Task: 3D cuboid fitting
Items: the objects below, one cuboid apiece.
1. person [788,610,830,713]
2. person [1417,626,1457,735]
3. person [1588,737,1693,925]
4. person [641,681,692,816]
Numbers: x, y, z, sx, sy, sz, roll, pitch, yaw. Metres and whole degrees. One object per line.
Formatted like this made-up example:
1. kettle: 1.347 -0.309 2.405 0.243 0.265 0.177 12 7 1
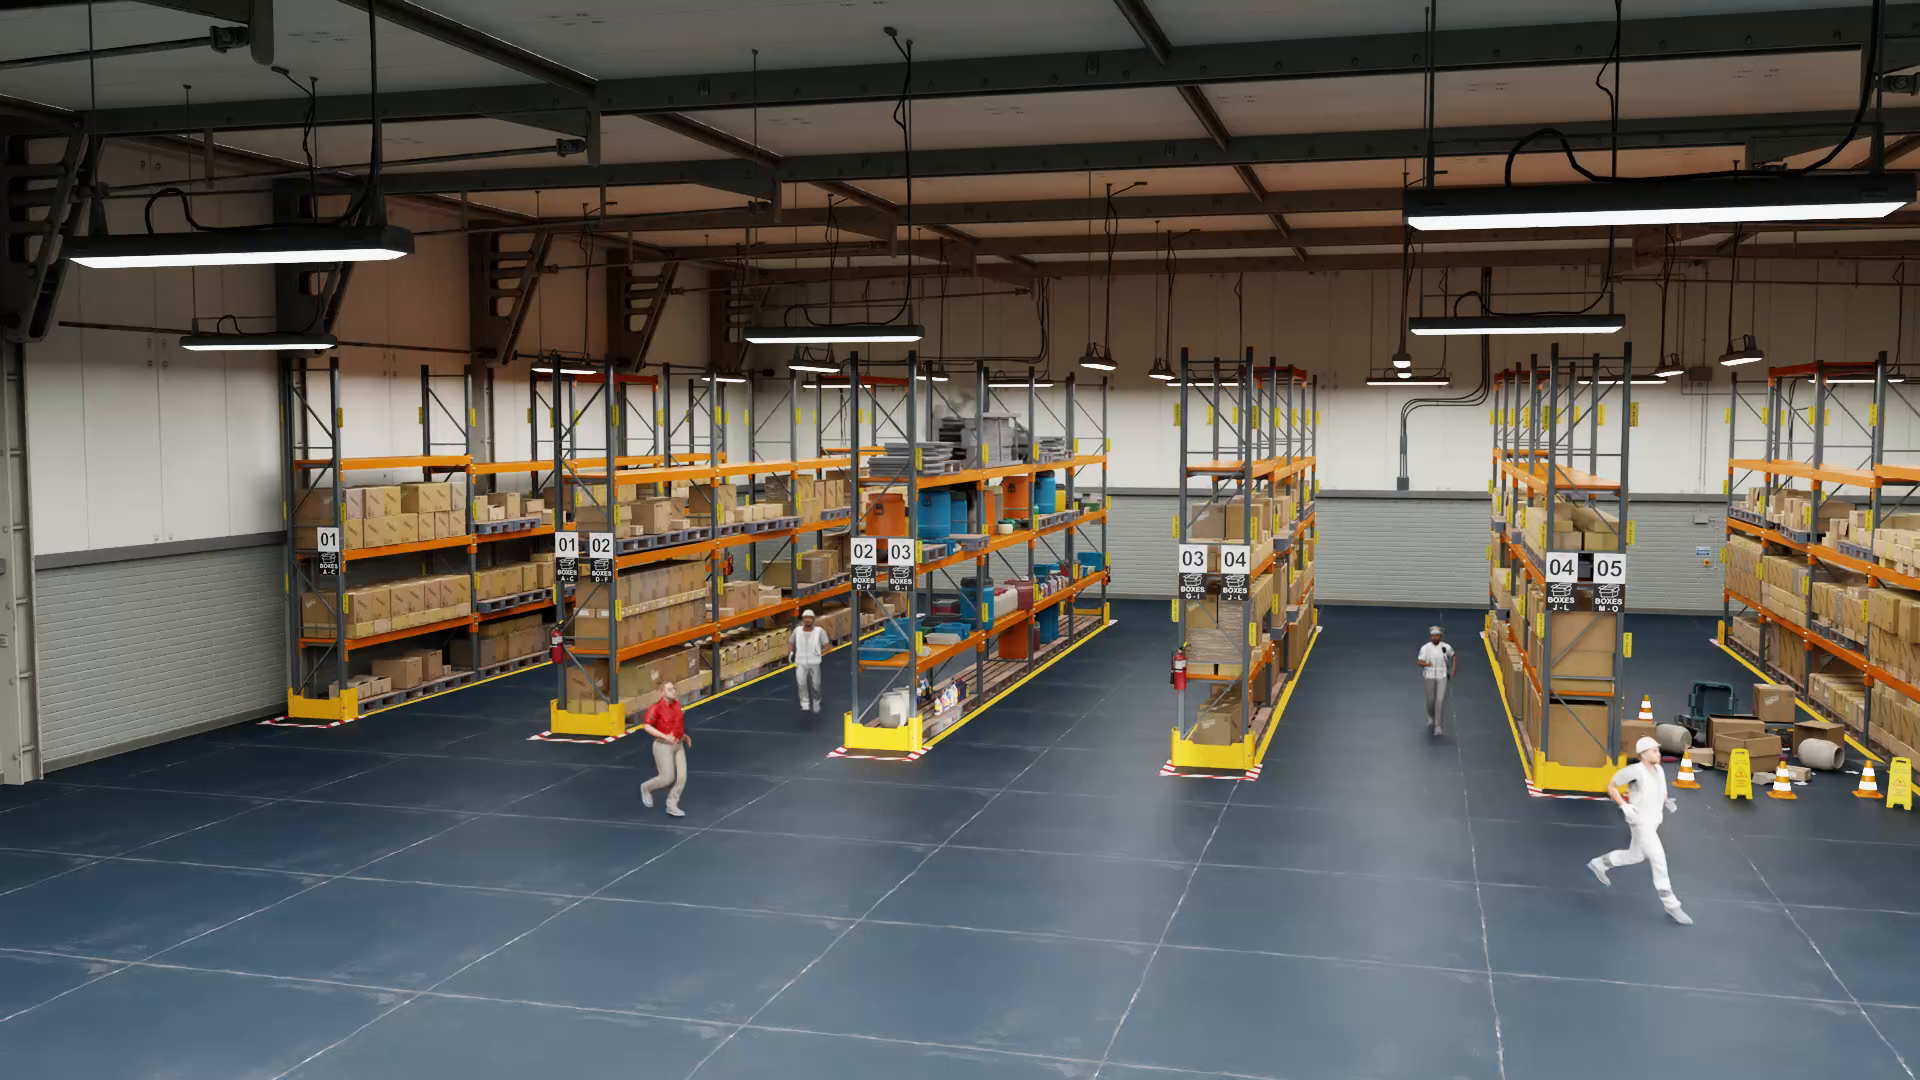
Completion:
1. person: -2.469 1.999 27.015 0.695 1.734 0.817 0 4 1
2. person: 7.562 2.191 26.405 0.589 1.654 1.034 2 4 20
3. person: 6.933 2.876 16.890 0.623 1.790 1.172 -4 6 -42
4. person: -3.706 2.623 20.986 0.678 1.676 0.664 3 5 35
